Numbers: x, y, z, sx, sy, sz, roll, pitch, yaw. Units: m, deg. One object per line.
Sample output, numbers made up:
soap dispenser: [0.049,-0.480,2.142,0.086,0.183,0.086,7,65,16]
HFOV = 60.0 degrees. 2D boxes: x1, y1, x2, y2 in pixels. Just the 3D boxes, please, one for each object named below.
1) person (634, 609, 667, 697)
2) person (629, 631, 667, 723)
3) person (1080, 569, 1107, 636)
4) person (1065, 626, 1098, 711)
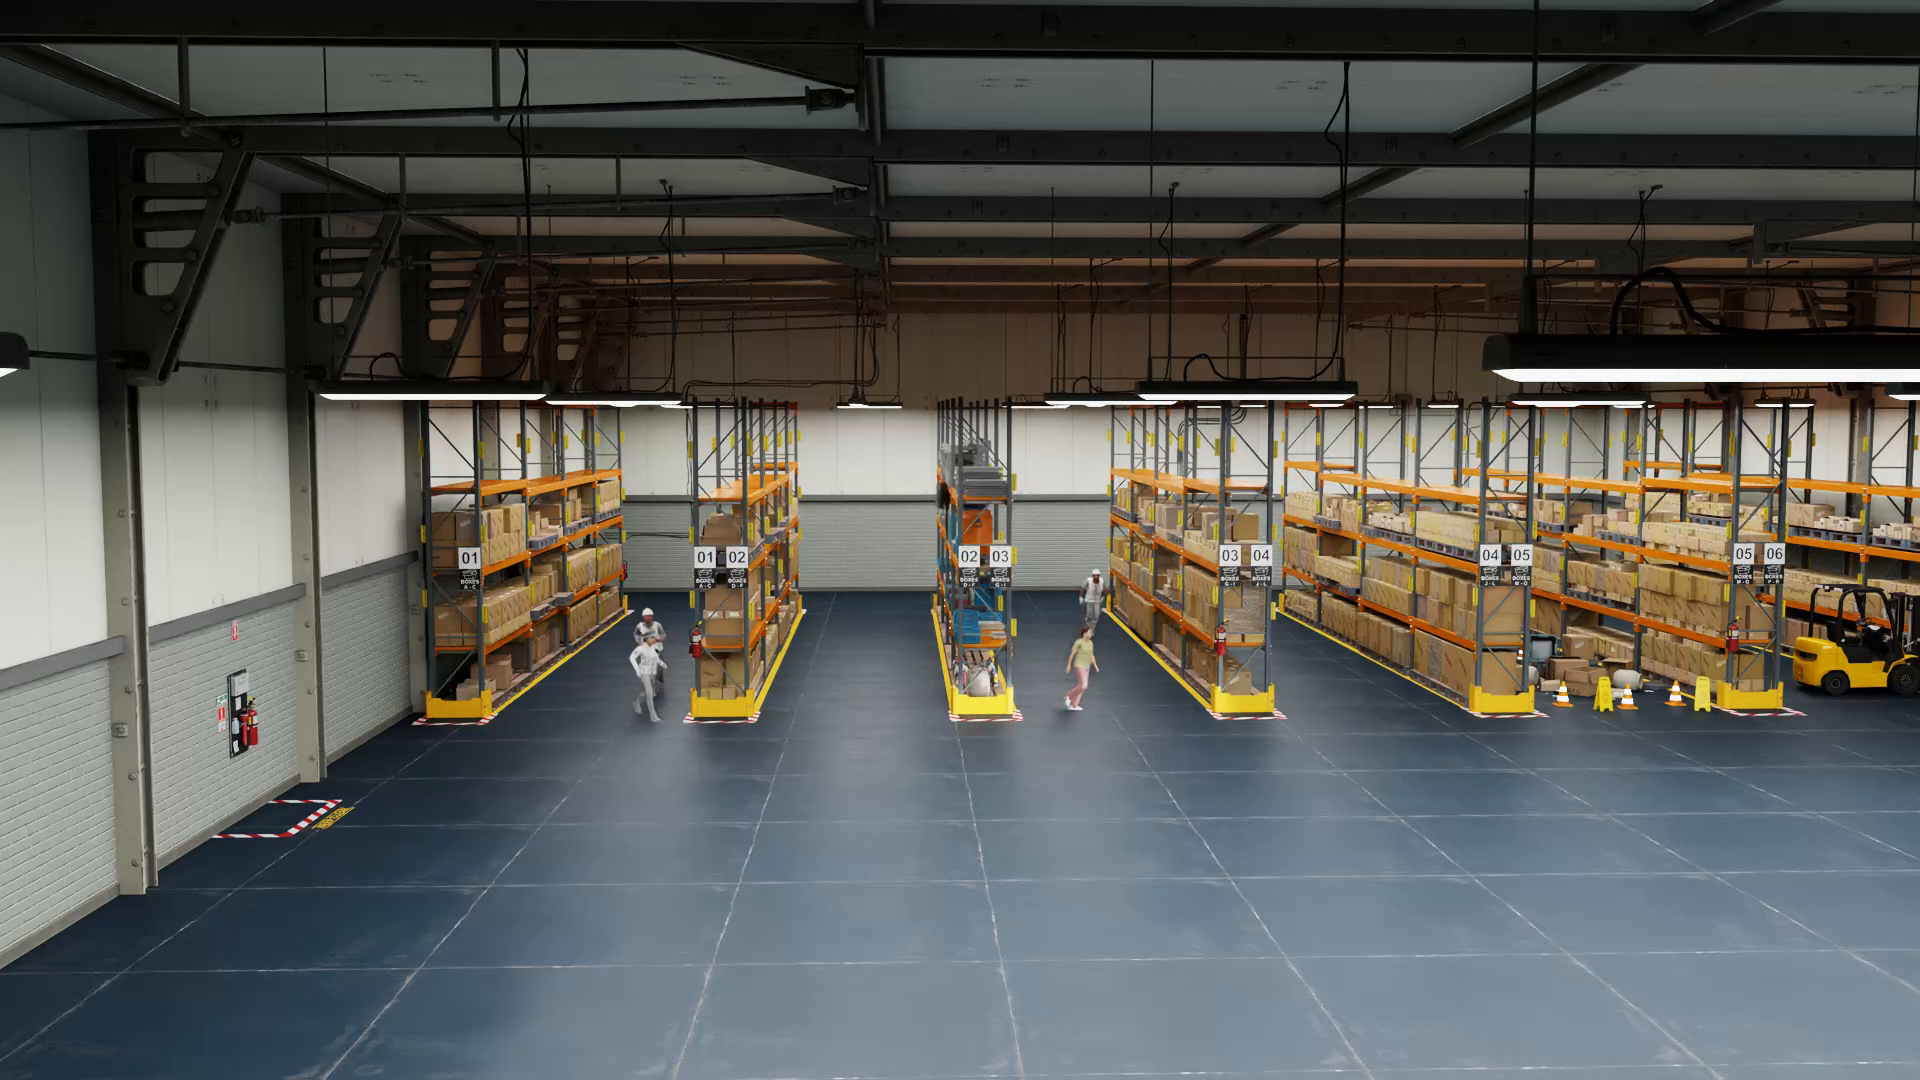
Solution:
person: [-6.242,2.241,33.528,0.660,1.748,0.853,-1,4,-10]
person: [-5.837,2.502,30.878,0.920,1.686,0.590,4,6,40]
person: [3.418,1.583,42.599,0.674,1.710,0.699,-1,5,-17]
person: [2.307,2.448,31.810,0.515,1.640,0.577,4,6,41]
